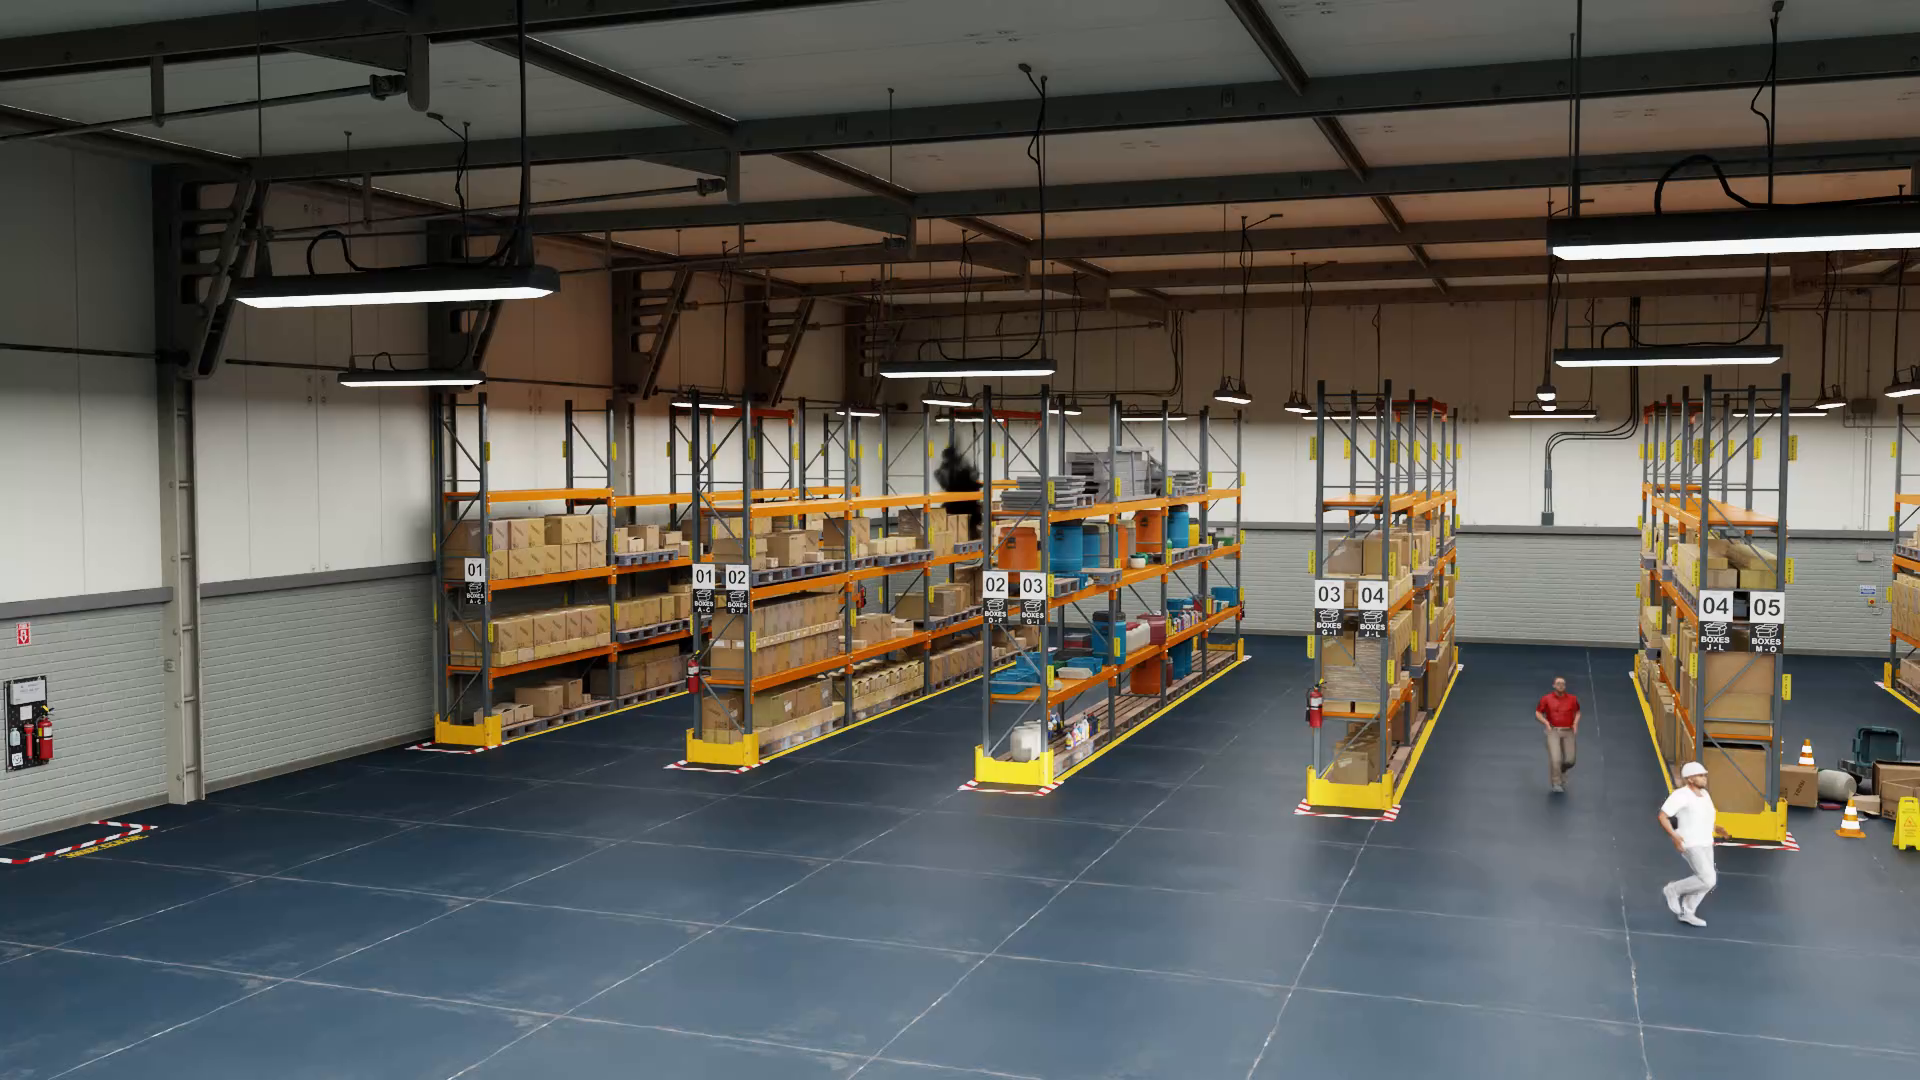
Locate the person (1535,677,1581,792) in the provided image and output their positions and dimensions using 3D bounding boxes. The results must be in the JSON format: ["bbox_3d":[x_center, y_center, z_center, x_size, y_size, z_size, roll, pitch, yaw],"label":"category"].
[{"bbox_3d":[8.829,2.857,24.510,0.660,1.672,0.626,0,3,7],"label":"person"}]

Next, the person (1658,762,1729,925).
[{"bbox_3d":[7.771,3.207,17.550,0.699,1.722,0.580,-2,4,-35],"label":"person"}]
